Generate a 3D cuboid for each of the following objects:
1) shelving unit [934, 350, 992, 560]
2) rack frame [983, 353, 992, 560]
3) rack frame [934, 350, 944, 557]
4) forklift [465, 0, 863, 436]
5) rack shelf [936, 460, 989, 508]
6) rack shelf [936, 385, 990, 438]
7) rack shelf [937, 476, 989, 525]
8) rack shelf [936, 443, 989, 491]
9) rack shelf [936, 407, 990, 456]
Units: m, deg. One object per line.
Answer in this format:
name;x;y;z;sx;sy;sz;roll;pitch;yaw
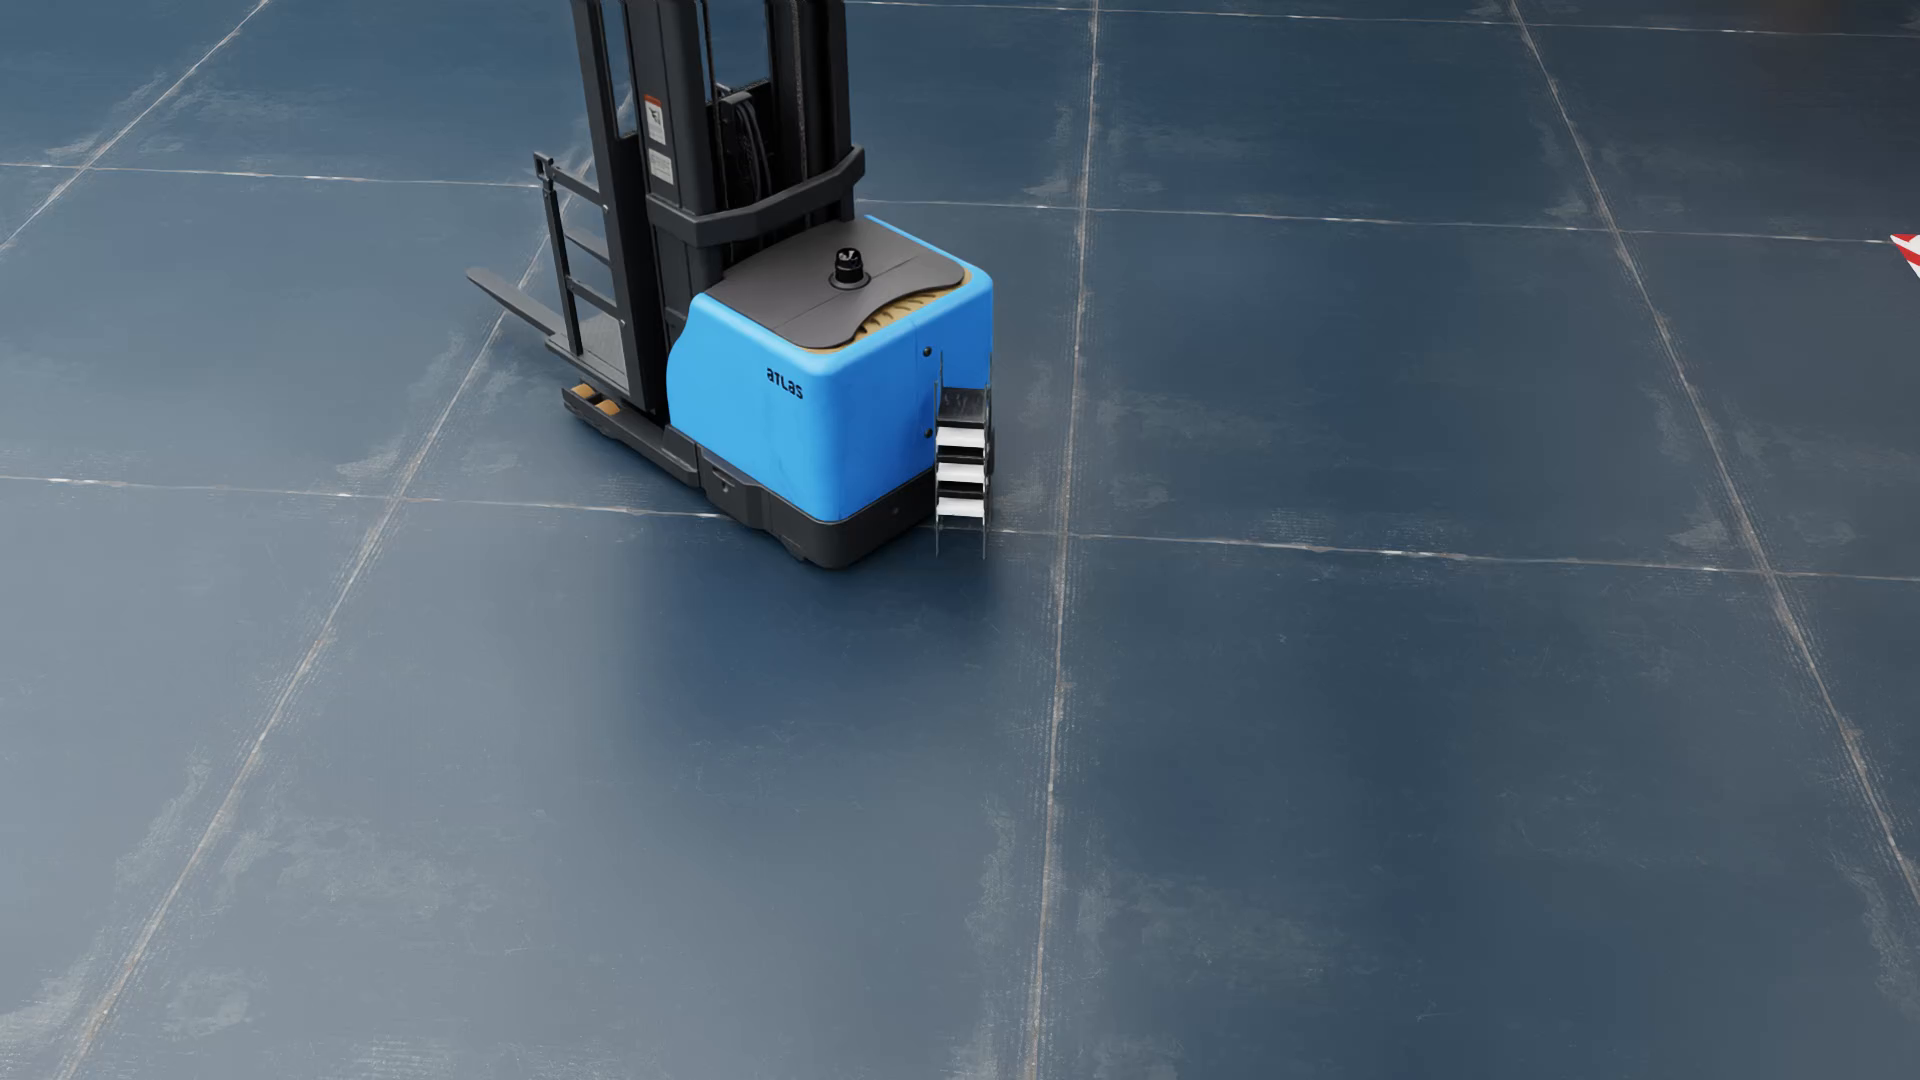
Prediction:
shelving unit;0.014;-0.343;6.959;0.210;0.900;0.258;4;39;5
rack frame;0.116;-0.336;6.951;0.006;0.900;0.240;4;39;5
rack frame;-0.087;-0.350;6.967;0.006;0.900;0.240;4;39;5
forklift;-1.282;-1.836;7.234;2.937;2.867;1.118;32;49;33
rack shelf;0.014;-0.248;7.037;0.200;0.077;0.258;4;39;5
rack shelf;0.014;-0.527;6.810;0.200;0.077;0.258;4;39;5
rack shelf;0.014;-0.178;7.094;0.200;0.077;0.258;4;39;5
rack shelf;0.014;-0.318;6.980;0.200;0.077;0.258;4;39;5
rack shelf;0.014;-0.457;6.866;0.200;0.077;0.258;4;39;5
